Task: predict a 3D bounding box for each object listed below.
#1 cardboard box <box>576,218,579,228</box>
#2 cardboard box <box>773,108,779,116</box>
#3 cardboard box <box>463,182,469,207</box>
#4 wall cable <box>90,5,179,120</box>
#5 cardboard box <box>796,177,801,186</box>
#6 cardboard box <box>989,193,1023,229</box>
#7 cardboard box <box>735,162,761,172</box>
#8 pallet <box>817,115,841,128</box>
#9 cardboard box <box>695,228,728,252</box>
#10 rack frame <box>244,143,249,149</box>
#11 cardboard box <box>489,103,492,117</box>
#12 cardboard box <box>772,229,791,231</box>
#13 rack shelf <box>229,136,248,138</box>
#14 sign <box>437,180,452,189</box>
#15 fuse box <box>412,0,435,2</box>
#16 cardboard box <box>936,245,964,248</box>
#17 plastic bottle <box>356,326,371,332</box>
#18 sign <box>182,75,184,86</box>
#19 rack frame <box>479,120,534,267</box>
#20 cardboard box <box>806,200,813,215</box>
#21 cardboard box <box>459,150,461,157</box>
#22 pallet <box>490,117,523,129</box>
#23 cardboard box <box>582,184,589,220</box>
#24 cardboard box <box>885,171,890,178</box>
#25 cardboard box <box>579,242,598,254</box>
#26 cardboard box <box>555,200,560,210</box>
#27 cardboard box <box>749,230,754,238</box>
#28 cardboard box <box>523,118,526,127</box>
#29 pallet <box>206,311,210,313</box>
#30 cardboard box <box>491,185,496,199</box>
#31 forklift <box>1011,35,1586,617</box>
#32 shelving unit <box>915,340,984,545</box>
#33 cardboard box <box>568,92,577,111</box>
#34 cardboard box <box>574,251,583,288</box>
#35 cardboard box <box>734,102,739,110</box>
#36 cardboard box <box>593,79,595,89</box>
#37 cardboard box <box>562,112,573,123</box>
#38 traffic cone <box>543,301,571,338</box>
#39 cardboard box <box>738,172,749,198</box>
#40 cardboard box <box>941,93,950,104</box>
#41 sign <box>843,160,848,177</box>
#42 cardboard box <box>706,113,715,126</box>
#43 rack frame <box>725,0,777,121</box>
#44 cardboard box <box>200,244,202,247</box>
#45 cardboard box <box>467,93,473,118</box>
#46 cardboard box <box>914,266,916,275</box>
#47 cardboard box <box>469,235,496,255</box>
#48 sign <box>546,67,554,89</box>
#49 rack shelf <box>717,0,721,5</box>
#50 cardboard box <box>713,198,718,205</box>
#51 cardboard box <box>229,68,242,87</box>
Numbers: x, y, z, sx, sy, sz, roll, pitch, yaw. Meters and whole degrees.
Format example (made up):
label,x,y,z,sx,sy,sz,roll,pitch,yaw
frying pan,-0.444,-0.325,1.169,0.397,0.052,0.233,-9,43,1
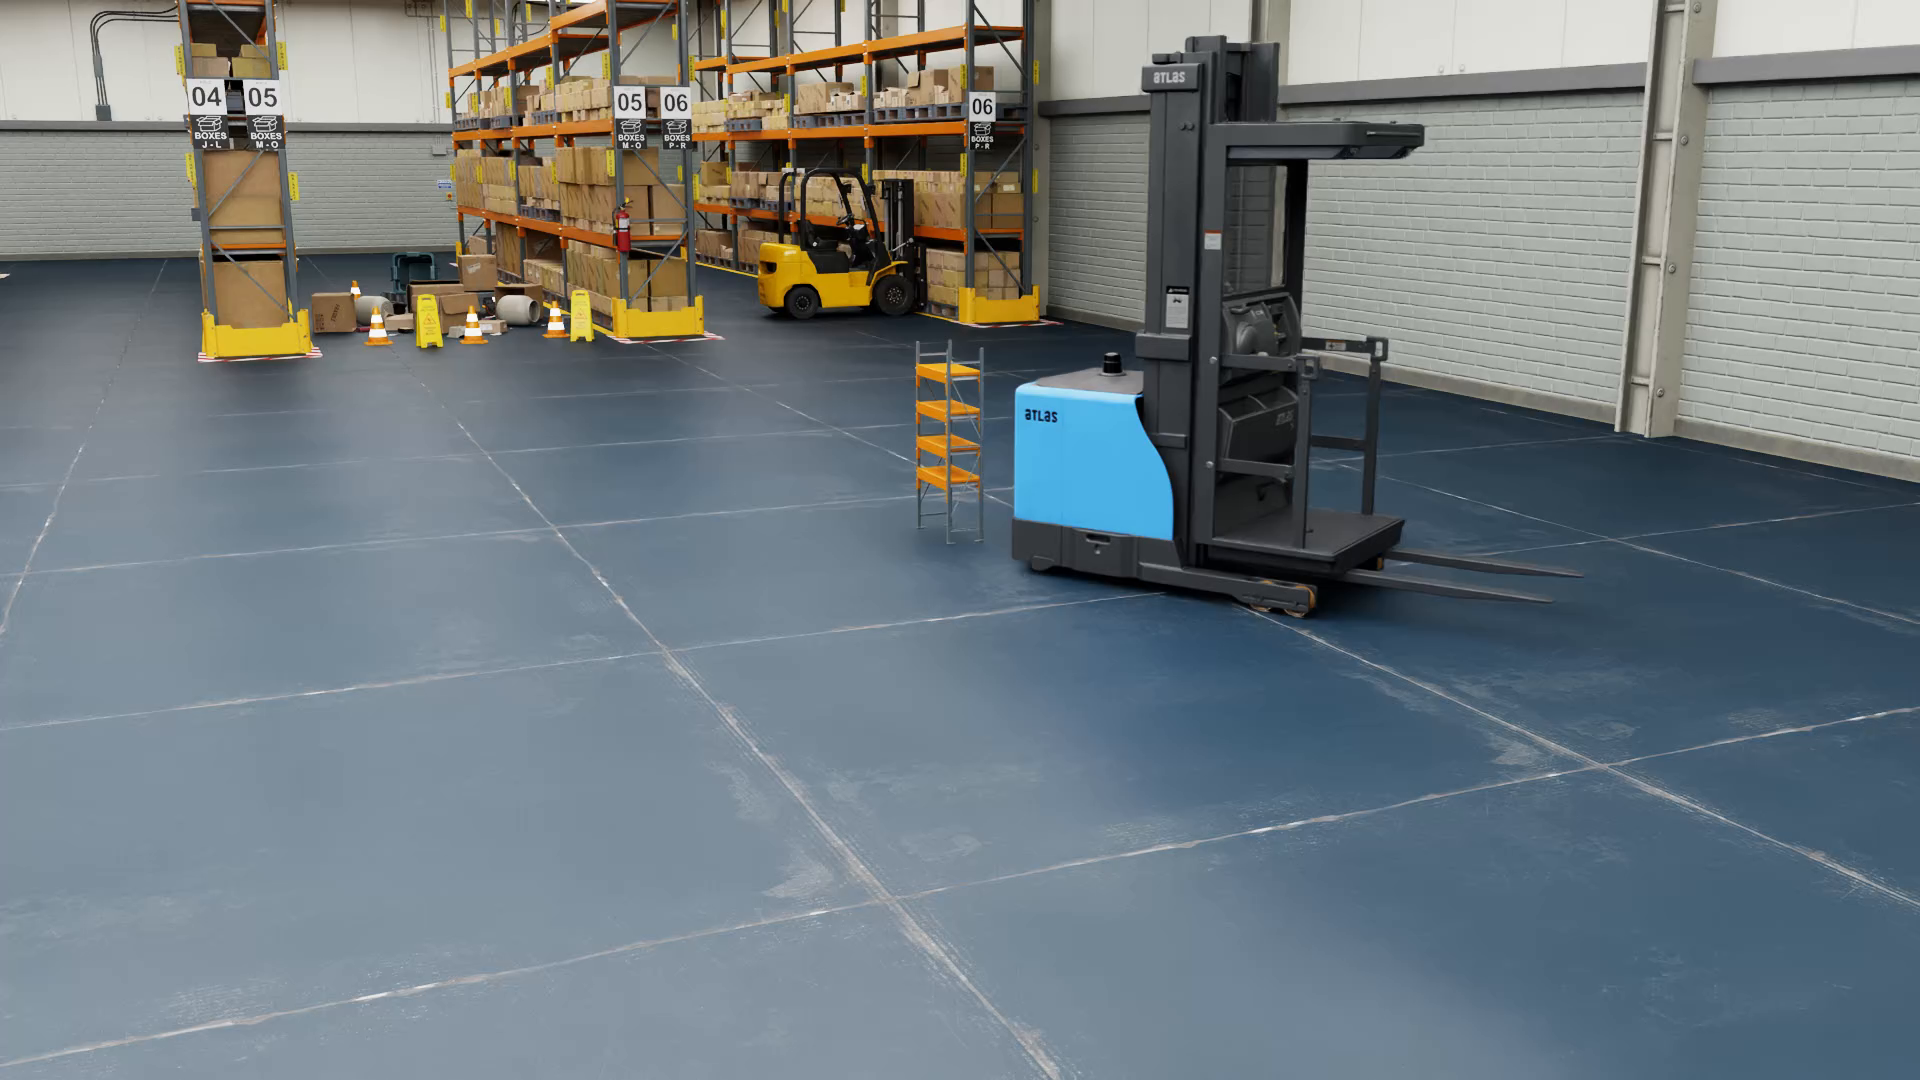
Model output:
label,x,y,z,sx,sy,sz,roll,pitch,yaw
cardboard box,-5.410,-4.645,24.344,0.380,0.149,0.250,-5,14,-21
cardboard box,-3.318,-8.084,31.443,0.380,0.149,0.250,-6,14,-23
cardboard box,-10.054,-7.209,34.646,0.500,0.500,0.500,-6,14,-23
wall cable,-18.586,-12.569,37.585,2.277,5.999,0.120,-6,14,-23
cardboard box,-2.790,-6.563,30.414,0.380,0.149,0.250,-5,14,-21
cardboard box,0.613,-4.814,24.296,0.500,0.500,0.500,-5,14,-21
cardboard box,-4.603,-7.886,35.801,0.500,0.500,0.500,-6,14,-25
pallet,-1.843,-7.297,29.013,1.003,0.211,1.213,-5,14,-20
cardboard box,-5.694,-6.797,37.691,0.797,0.503,0.637,-6,14,-25
rack frame,-14.894,-7.027,34.077,1.000,3.000,0.127,-6,14,-23
cardboard box,-8.385,-7.860,30.391,0.396,0.266,0.258,-4,14,-18
cardboard box,-3.623,-6.267,33.968,0.380,0.149,0.250,-5,14,-22
rack shelf,-14.093,-7.724,32.035,1.077,0.370,4.000,-6,14,-23
sign,-12.748,-8.797,41.129,0.327,0.218,0.001,-6,14,-23
fuse box,-12.900,-13.111,39.964,0.513,0.334,0.176,-6,14,-23
cardboard box,-0.055,-4.420,25.765,0.500,0.250,0.500,-6,14,-24
plastic bottle,-8.062,-2.872,22.645,0.283,0.061,0.133,-12,18,-42
sign,-10.580,-6.363,22.713,0.100,0.325,0.005,-6,14,-23
rack frame,-8.797,-6.668,32.529,1.000,3.000,0.127,-6,14,-23
cardboard box,-2.497,-6.000,29.973,0.500,0.250,0.500,-6,14,-24
cardboard box,-10.341,-8.136,34.994,0.380,0.149,0.250,-5,14,-21
pallet,-7.952,-7.570,30.192,1.003,0.211,1.213,-5,14,-20
cardboard box,-5.039,-4.784,23.505,0.500,0.500,0.500,-5,14,-22
cardboard box,-0.986,-5.837,26.618,0.380,0.149,0.250,-5,14,-22
cardboard box,-5.290,-4.223,24.028,0.380,0.149,0.250,-5,14,-20
cardboard box,-6.051,-5.179,25.720,0.380,0.149,0.250,-5,14,-22
cardboard box,-4.055,-6.220,33.765,0.380,0.149,0.250,-6,15,-26
cardboard box,-7.224,-7.100,28.300,0.380,0.149,0.250,-6,14,-23
pallet,-9.854,-3.025,22.970,1.003,0.211,1.213,-6,14,-23
cardboard box,-8.466,-6.510,31.071,0.500,0.250,0.500,-5,14,-22
forklift,1.806,-1.163,8.892,3.031,2.935,1.130,9,16,33
shelving unit,-0.066,-0.619,10.382,0.258,1.200,0.503,-6,14,-23
cardboard box,-5.263,-6.223,23.624,0.500,0.250,0.500,-5,14,-22
cardboard box,-5.378,-3.990,24.460,0.500,0.500,0.500,-5,14,-21
cardboard box,-4.297,-8.648,33.176,0.380,0.149,0.250,-6,14,-24
cardboard box,-4.809,-6.232,22.781,0.380,0.149,0.250,-6,14,-25
cardboard box,-5.640,-6.208,24.447,0.380,0.149,0.250,-6,14,-23
traffic cone,-5.344,-2.925,21.983,0.336,0.463,0.334,-6,14,-23
cardboard box,-4.054,-7.143,33.429,0.700,0.500,0.500,-5,14,-22
cardboard box,-0.053,-6.374,24.010,0.380,0.149,0.250,-6,14,-25
sign,-2.140,-6.906,30.987,0.100,0.325,0.005,-6,14,-23
cardboard box,-5.085,-8.941,35.369,0.500,0.250,0.500,-5,14,-22
rack frame,-4.250,-10.040,33.793,1.000,3.000,0.127,-6,14,-23
cardboard box,-11.528,-4.348,26.563,1.050,0.750,0.750,-6,14,-24
cardboard box,-9.729,-8.828,33.833,0.500,0.500,0.500,-5,14,-22
cardboard box,-0.539,-4.132,25.628,0.500,0.250,0.500,-6,14,-23
cardboard box,-10.043,-6.324,35.791,0.875,0.438,0.875,-6,14,-25
sign,-6.099,-6.870,24.726,0.100,0.325,0.005,-6,14,-23
rack shelf,-5.051,-11.722,35.284,1.077,0.370,4.000,-6,14,-23
cardboard box,-5.068,-7.248,35.592,0.380,0.149,0.250,-6,14,-24
cardboard box,-9.254,-6.047,21.714,0.500,0.250,0.500,-6,14,-23
